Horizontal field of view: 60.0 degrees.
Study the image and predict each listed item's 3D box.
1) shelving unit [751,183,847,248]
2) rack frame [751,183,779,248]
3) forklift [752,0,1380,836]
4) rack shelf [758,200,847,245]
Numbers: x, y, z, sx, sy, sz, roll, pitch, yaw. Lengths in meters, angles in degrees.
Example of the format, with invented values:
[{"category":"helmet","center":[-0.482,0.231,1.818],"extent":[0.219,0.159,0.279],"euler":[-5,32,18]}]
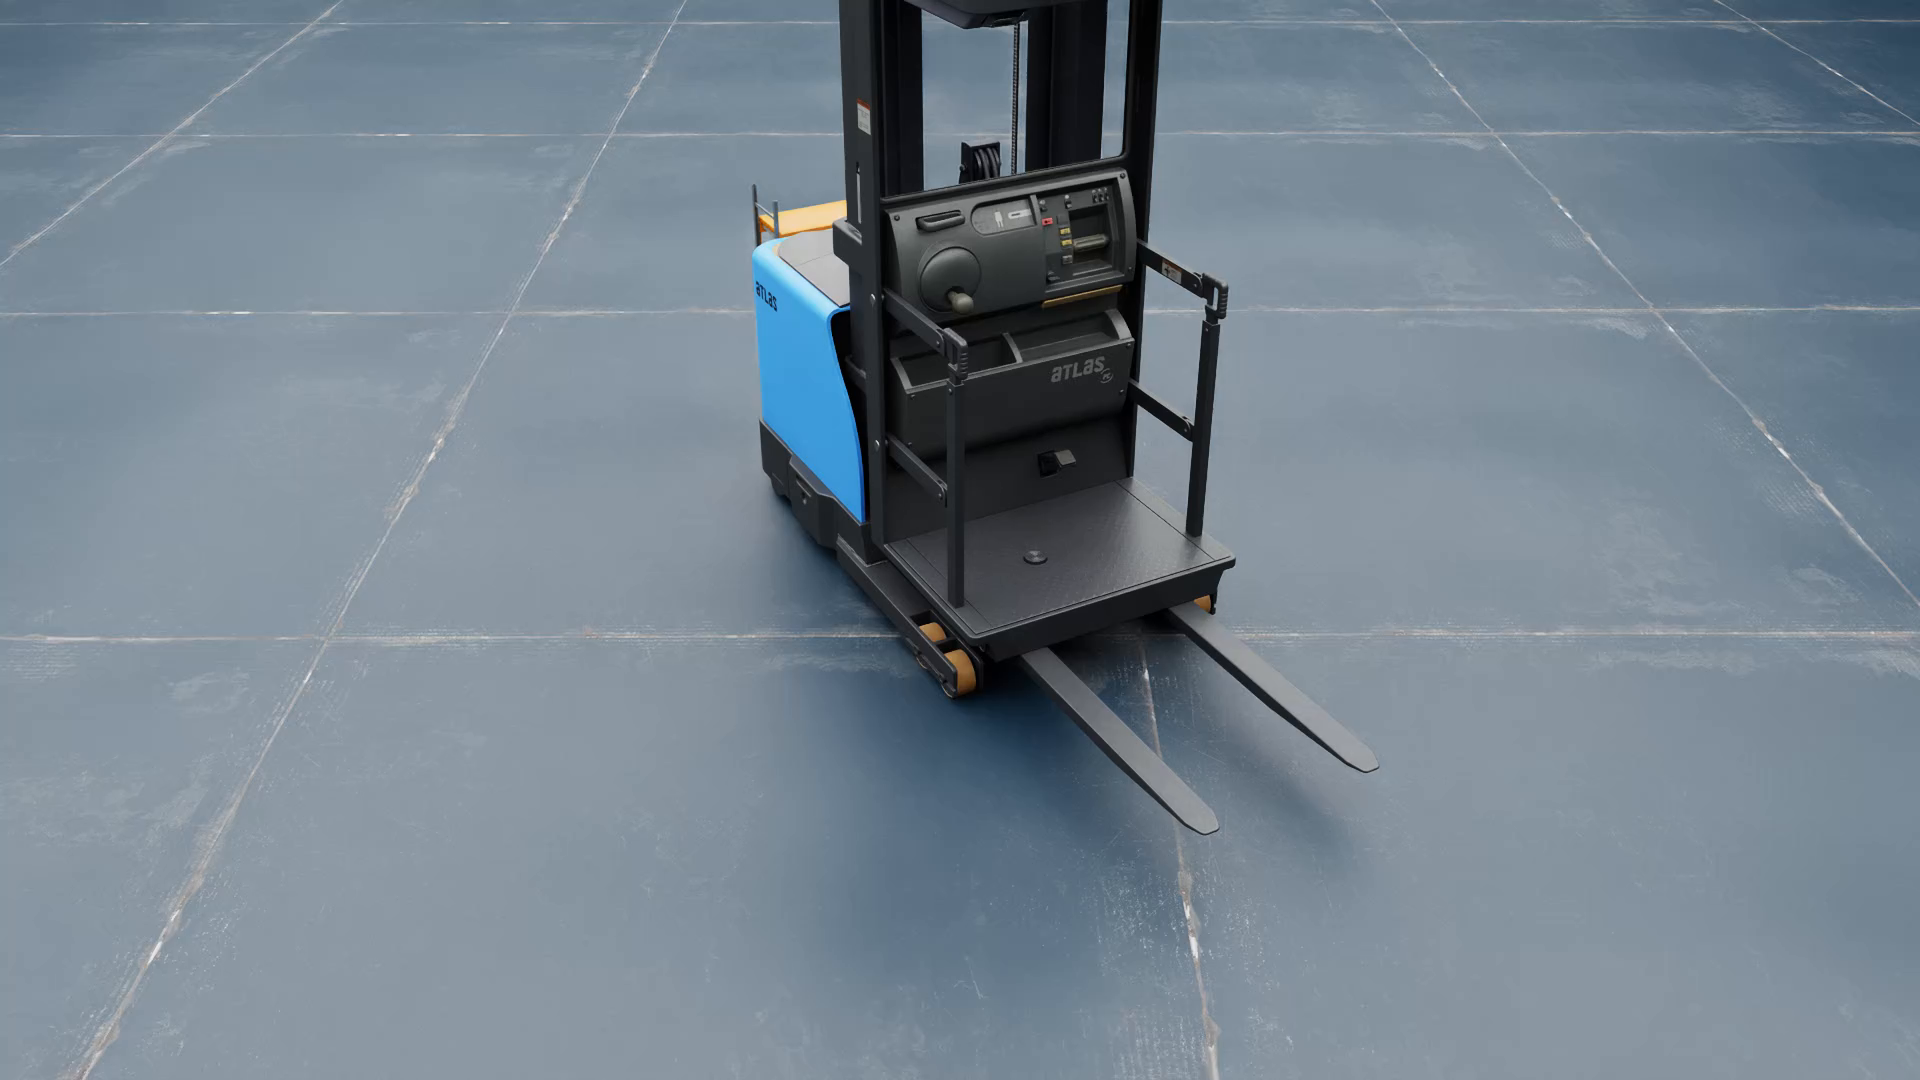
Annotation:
[{"category":"shelving unit","center":[-0.583,-0.964,7.183],"extent":[0.503,1.200,0.258],"euler":[-16,35,-24]},{"category":"rack frame","center":[-0.797,-0.903,7.082],"extent":[0.015,1.200,0.240],"euler":[-16,35,-24]},{"category":"forklift","center":[0.295,-0.969,5.521],"extent":[1.130,2.935,3.031],"euler":[-16,35,-24]},{"category":"rack shelf","center":[-0.583,-1.300,6.979],"extent":[0.480,0.148,0.258],"euler":[-16,35,-24]}]
